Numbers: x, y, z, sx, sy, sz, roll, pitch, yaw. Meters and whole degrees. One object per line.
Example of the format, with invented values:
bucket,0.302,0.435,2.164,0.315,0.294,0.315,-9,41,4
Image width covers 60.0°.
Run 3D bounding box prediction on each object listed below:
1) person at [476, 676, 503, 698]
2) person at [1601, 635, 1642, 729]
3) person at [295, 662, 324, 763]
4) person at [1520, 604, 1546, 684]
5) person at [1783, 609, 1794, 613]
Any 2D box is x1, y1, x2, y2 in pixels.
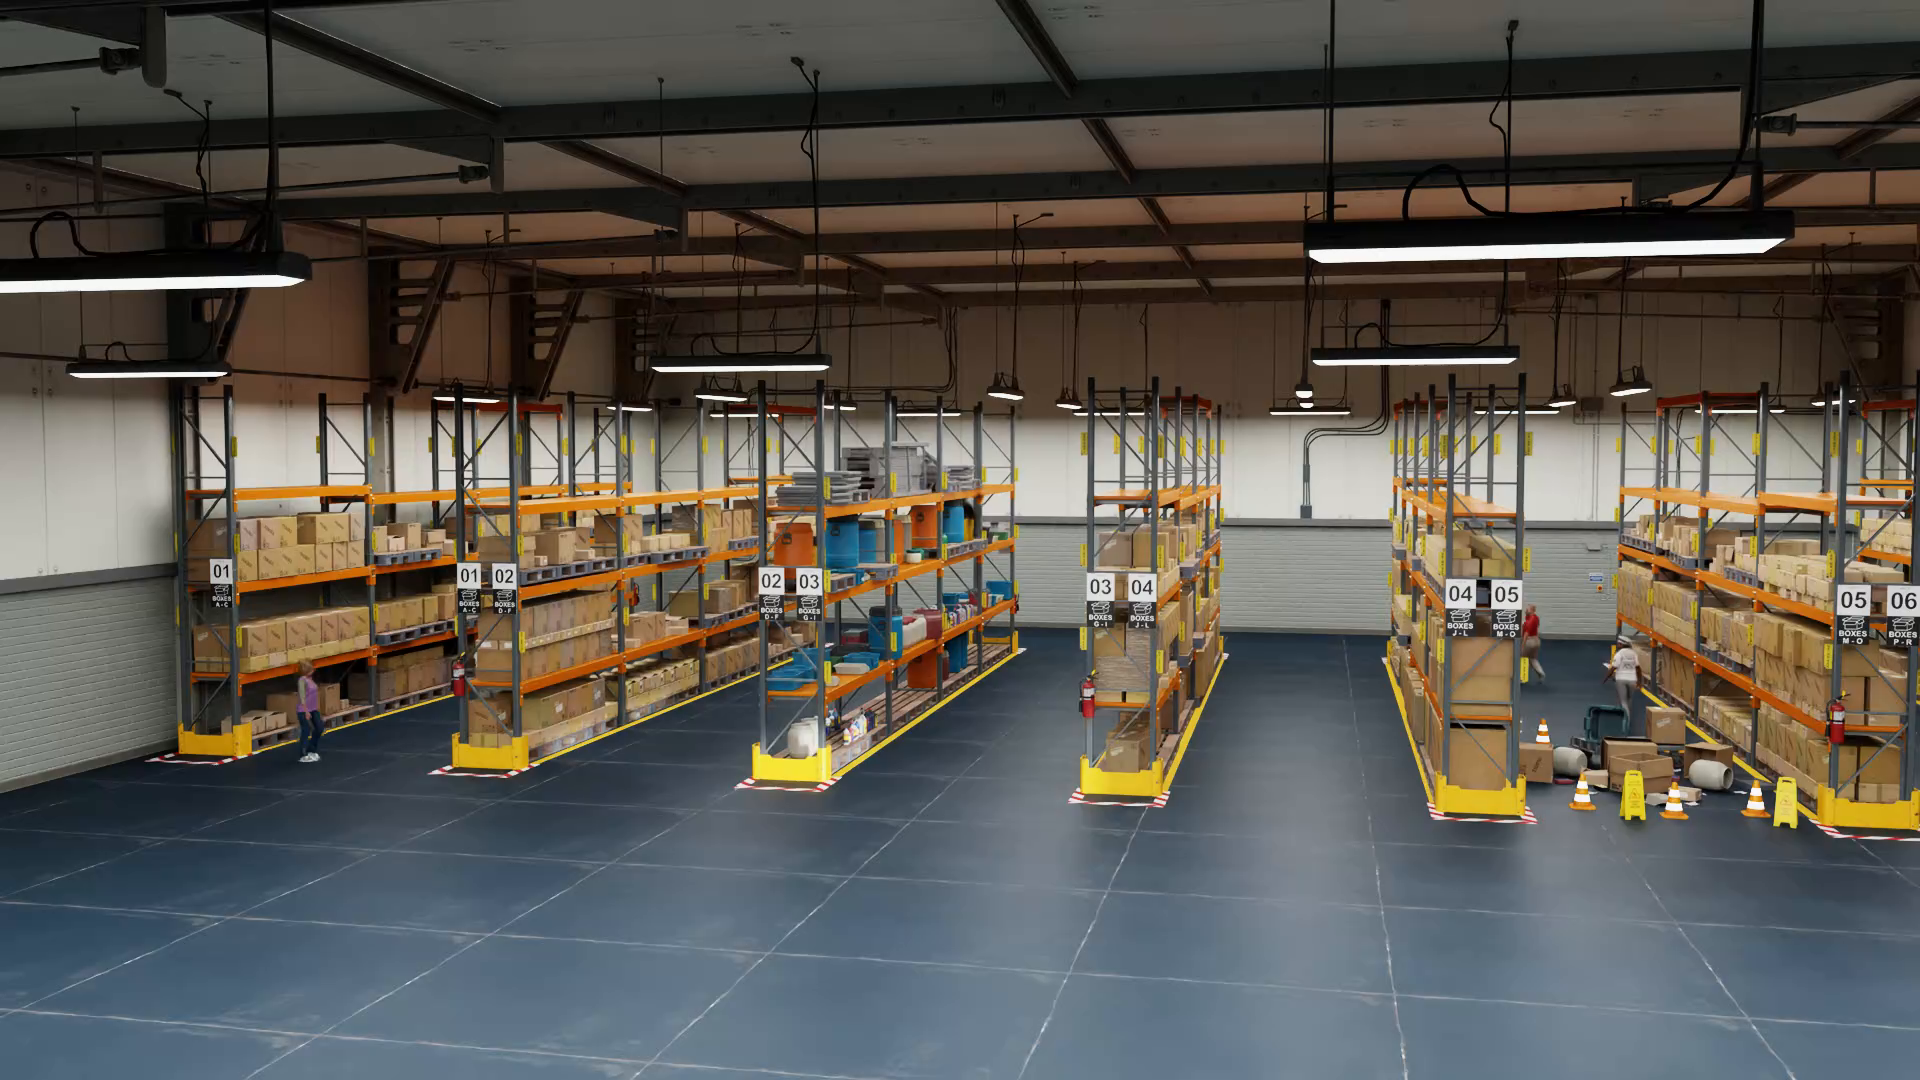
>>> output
person,-8.349,2.565,29.507,0.403,1.748,0.564,1,3,24
person,11.758,2.524,29.501,0.654,1.674,0.902,0,3,6
person,-10.363,2.743,26.426,0.396,1.619,0.476,1,3,15
person,12.019,2.202,35.163,0.617,1.705,0.639,-2,4,-35
person,17.355,2.145,34.950,0.611,1.820,0.511,-1,3,-12
